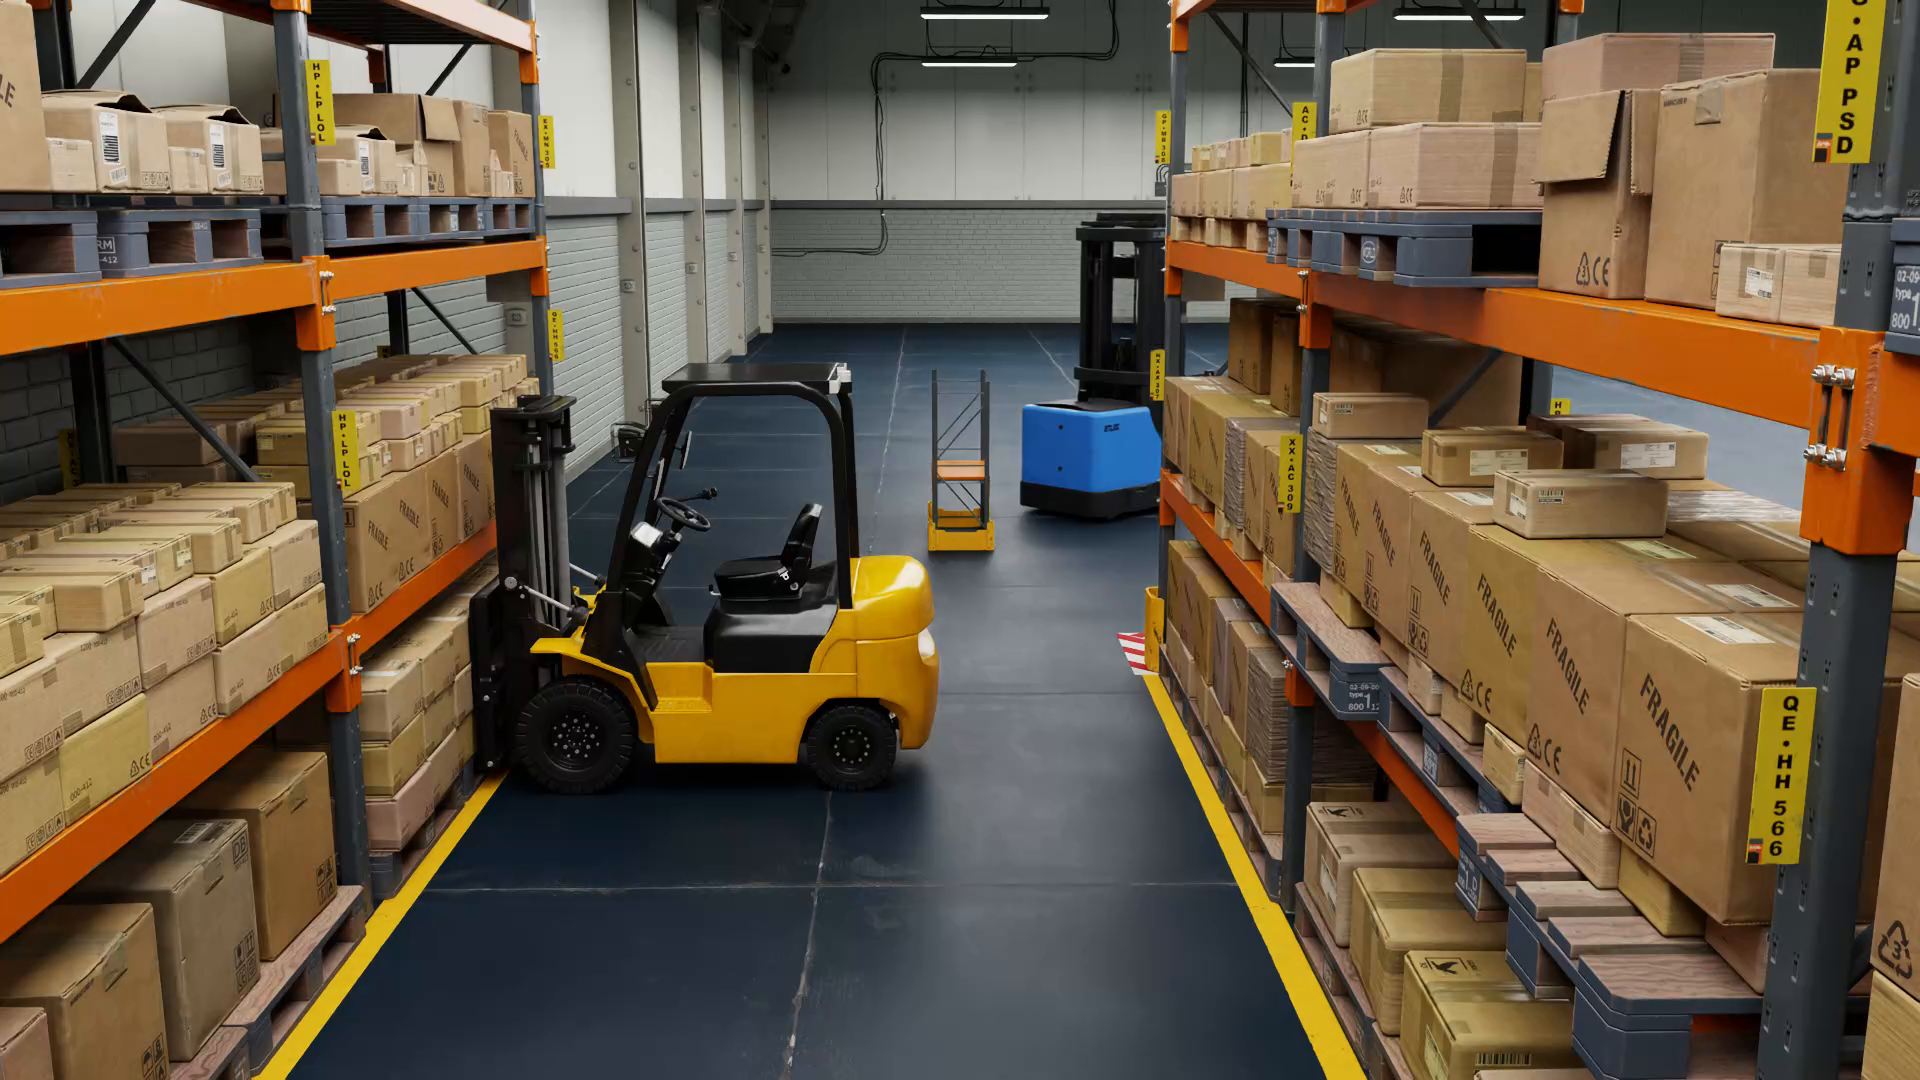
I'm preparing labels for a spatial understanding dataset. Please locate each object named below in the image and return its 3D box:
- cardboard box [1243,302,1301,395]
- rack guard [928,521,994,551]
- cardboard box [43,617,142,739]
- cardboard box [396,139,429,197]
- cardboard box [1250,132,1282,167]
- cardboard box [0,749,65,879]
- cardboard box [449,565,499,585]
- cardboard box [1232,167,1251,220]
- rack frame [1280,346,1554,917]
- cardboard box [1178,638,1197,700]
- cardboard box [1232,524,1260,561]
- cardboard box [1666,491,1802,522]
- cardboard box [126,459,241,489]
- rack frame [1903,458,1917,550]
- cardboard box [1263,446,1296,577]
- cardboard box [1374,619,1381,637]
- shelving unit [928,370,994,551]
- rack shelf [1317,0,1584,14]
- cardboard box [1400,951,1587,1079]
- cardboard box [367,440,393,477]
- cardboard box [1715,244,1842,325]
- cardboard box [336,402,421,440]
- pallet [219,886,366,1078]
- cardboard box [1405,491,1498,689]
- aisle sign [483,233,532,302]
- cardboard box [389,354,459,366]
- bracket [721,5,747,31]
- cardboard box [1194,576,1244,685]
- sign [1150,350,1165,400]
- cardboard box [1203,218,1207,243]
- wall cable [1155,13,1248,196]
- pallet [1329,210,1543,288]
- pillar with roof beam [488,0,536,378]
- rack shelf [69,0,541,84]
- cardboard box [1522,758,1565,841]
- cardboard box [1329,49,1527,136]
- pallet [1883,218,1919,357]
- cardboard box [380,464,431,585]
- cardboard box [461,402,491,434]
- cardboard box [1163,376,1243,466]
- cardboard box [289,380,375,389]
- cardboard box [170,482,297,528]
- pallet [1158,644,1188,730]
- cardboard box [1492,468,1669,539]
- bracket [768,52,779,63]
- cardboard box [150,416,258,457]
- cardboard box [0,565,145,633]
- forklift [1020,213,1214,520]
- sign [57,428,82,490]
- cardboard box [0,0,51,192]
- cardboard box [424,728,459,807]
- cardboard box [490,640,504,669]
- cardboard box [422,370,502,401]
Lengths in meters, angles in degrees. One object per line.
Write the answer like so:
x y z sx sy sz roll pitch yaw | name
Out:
2.060 -1.131 9.768 0.700 0.500 0.500 0 11 -1 | cardboard box
0.009 -0.039 14.812 0.587 0.250 0.087 0 11 -1 | rack guard
-2.771 0.398 4.865 0.500 0.250 0.500 0 11 0 | cardboard box
-2.778 -1.787 7.999 0.396 0.266 0.258 -1 11 -2 | cardboard box
1.552 -1.807 7.695 0.380 0.149 0.250 0 11 1 | cardboard box
-2.757 0.745 4.408 0.500 0.250 0.500 -1 11 -3 | cardboard box
-2.776 0.317 9.488 0.500 0.250 0.500 0 11 0 | cardboard box
1.625 -1.684 8.089 0.500 0.250 0.500 0 11 -2 | cardboard box
1.911 0.147 6.980 1.000 3.000 0.127 0 11 -1 | rack frame
1.572 0.757 9.834 0.500 0.250 0.500 0 11 1 | cardboard box
1.575 0.006 8.309 0.380 0.149 0.250 0 11 -2 | cardboard box
2.178 0.143 4.946 0.500 0.500 0.500 -1 11 -3 | cardboard box
-3.315 -0.261 7.111 0.380 0.149 0.250 0 11 -1 | cardboard box
6.775 -0.688 11.098 1.000 3.000 0.127 0 11 -1 | rack frame
1.653 -0.135 7.371 0.500 0.500 0.500 -1 11 -3 | cardboard box
1.685 0.281 5.894 0.380 0.149 0.250 1 11 2 | cardboard box
-0.002 -0.750 15.176 0.587 1.500 1.083 0 11 -1 | shelving unit
1.952 -1.847 4.535 1.077 0.370 4.000 0 11 -1 | rack shelf
1.959 1.615 5.300 0.950 0.372 0.625 0 11 1 | cardboard box
-2.835 -0.366 7.627 0.380 0.149 0.250 0 11 -1 | cardboard box
1.764 -0.516 3.335 0.380 0.149 0.250 0 11 -1 | cardboard box
-2.774 -0.563 7.848 0.380 0.149 0.250 0 11 0 | cardboard box
-2.997 1.681 6.432 1.003 0.211 1.213 0 11 -1 | pallet
1.663 0.141 4.955 0.500 0.500 0.500 -1 11 -3 | cardboard box
-2.842 -1.915 10.607 0.394 0.787 0.004 0 11 -1 | aisle sign
-3.341 -1.072 10.357 0.380 0.149 0.250 0 11 -2 | cardboard box
-4.100 -9.366 29.732 0.076 0.066 4.783 0 11 -1 | bracket
1.587 0.496 9.233 0.500 0.500 0.500 0 11 0 | cardboard box
1.286 -1.070 10.802 0.100 0.325 0.005 0 11 -1 | sign
1.606 -1.774 9.536 0.380 0.149 0.250 0 11 -2 | cardboard box
6.112 -11.682 41.645 2.305 6.003 0.169 0 11 -1 | wall cable
1.842 -0.901 5.077 1.213 0.211 1.003 0 11 -1 | pallet
0.159 -4.635 15.464 9.100 9.000 0.400 0 11 -1 | pillar with roof beam
-3.093 -2.621 8.350 1.077 0.370 4.000 0 11 -1 | rack shelf
1.627 0.643 4.114 0.380 0.149 0.250 -1 11 -4 | cardboard box
1.543 -1.483 5.536 0.500 0.250 0.500 0 11 -2 | cardboard box
2.060 -0.307 2.151 1.213 0.211 1.003 0 11 1 | pallet
-2.827 -0.073 7.816 0.500 0.500 0.500 0 11 0 | cardboard box
-2.796 -0.671 9.130 0.380 0.149 0.250 0 11 -1 | cardboard box
1.561 -0.747 10.390 0.500 0.500 0.500 0 11 -2 | cardboard box
-3.337 -0.764 8.841 0.380 0.149 0.250 0 11 -1 | cardboard box
-2.822 -0.132 6.471 0.380 0.149 0.250 0 11 1 | cardboard box
1.811 0.895 10.305 1.003 0.211 1.213 0 11 -1 | pallet
1.678 -0.100 4.512 0.380 0.149 0.250 -1 11 -4 | cardboard box
-4.277 -11.071 38.135 0.235 0.232 0.430 0 11 -1 | bracket
-3.324 -0.457 7.325 0.380 0.149 0.250 -1 11 -3 | cardboard box
-2.683 0.175 4.961 0.380 0.149 0.250 -1 11 -3 | cardboard box
1.998 -1.860 17.049 1.130 2.935 3.031 11 16 44 | forklift
-3.606 -0.292 6.769 0.100 0.325 0.005 0 11 -1 | sign
-2.761 -1.158 4.308 0.500 0.500 0.500 0 11 0 | cardboard box
-2.756 1.112 8.085 0.500 0.250 0.500 0 11 -2 | cardboard box
-2.773 0.667 9.019 0.500 0.250 0.500 0 11 -1 | cardboard box
-2.800 -0.867 9.349 0.380 0.149 0.250 0 11 0 | cardboard box
